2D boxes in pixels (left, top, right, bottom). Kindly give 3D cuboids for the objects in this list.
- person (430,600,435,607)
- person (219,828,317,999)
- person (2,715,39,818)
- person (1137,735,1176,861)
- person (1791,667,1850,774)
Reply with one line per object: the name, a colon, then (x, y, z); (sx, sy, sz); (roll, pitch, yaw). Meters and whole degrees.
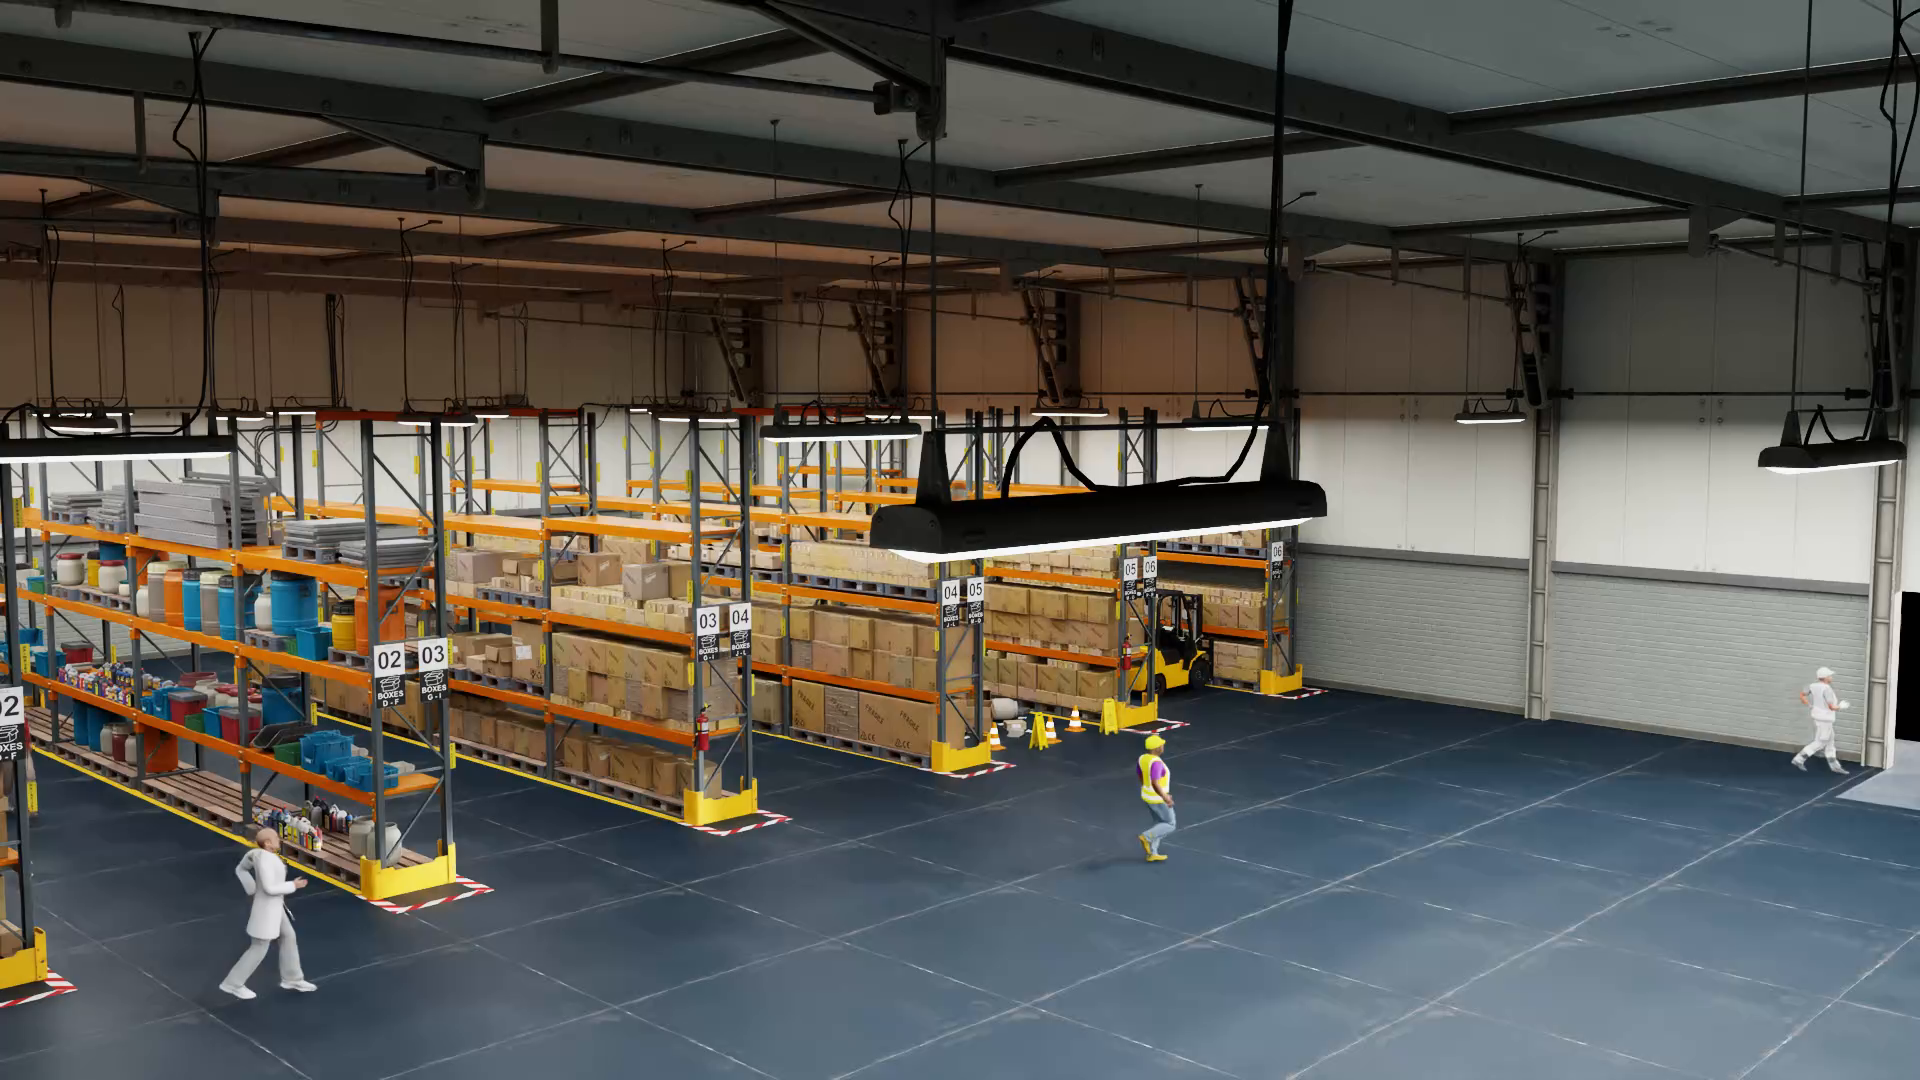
person: (-12.635, 2.036, 39.653); (0.580, 1.579, 0.847); (3, 6, 32)
person: (-7.229, 3.901, 17.312); (0.937, 1.815, 0.687); (-2, 5, -22)
person: (-14.148, 3.281, 24.863); (0.819, 1.801, 0.643); (4, 6, 37)
person: (2.640, 3.487, 22.459); (0.584, 1.717, 0.703); (-2, 5, -19)
person: (14.220, 2.986, 27.399); (0.969, 1.791, 0.654); (0, 5, 4)
